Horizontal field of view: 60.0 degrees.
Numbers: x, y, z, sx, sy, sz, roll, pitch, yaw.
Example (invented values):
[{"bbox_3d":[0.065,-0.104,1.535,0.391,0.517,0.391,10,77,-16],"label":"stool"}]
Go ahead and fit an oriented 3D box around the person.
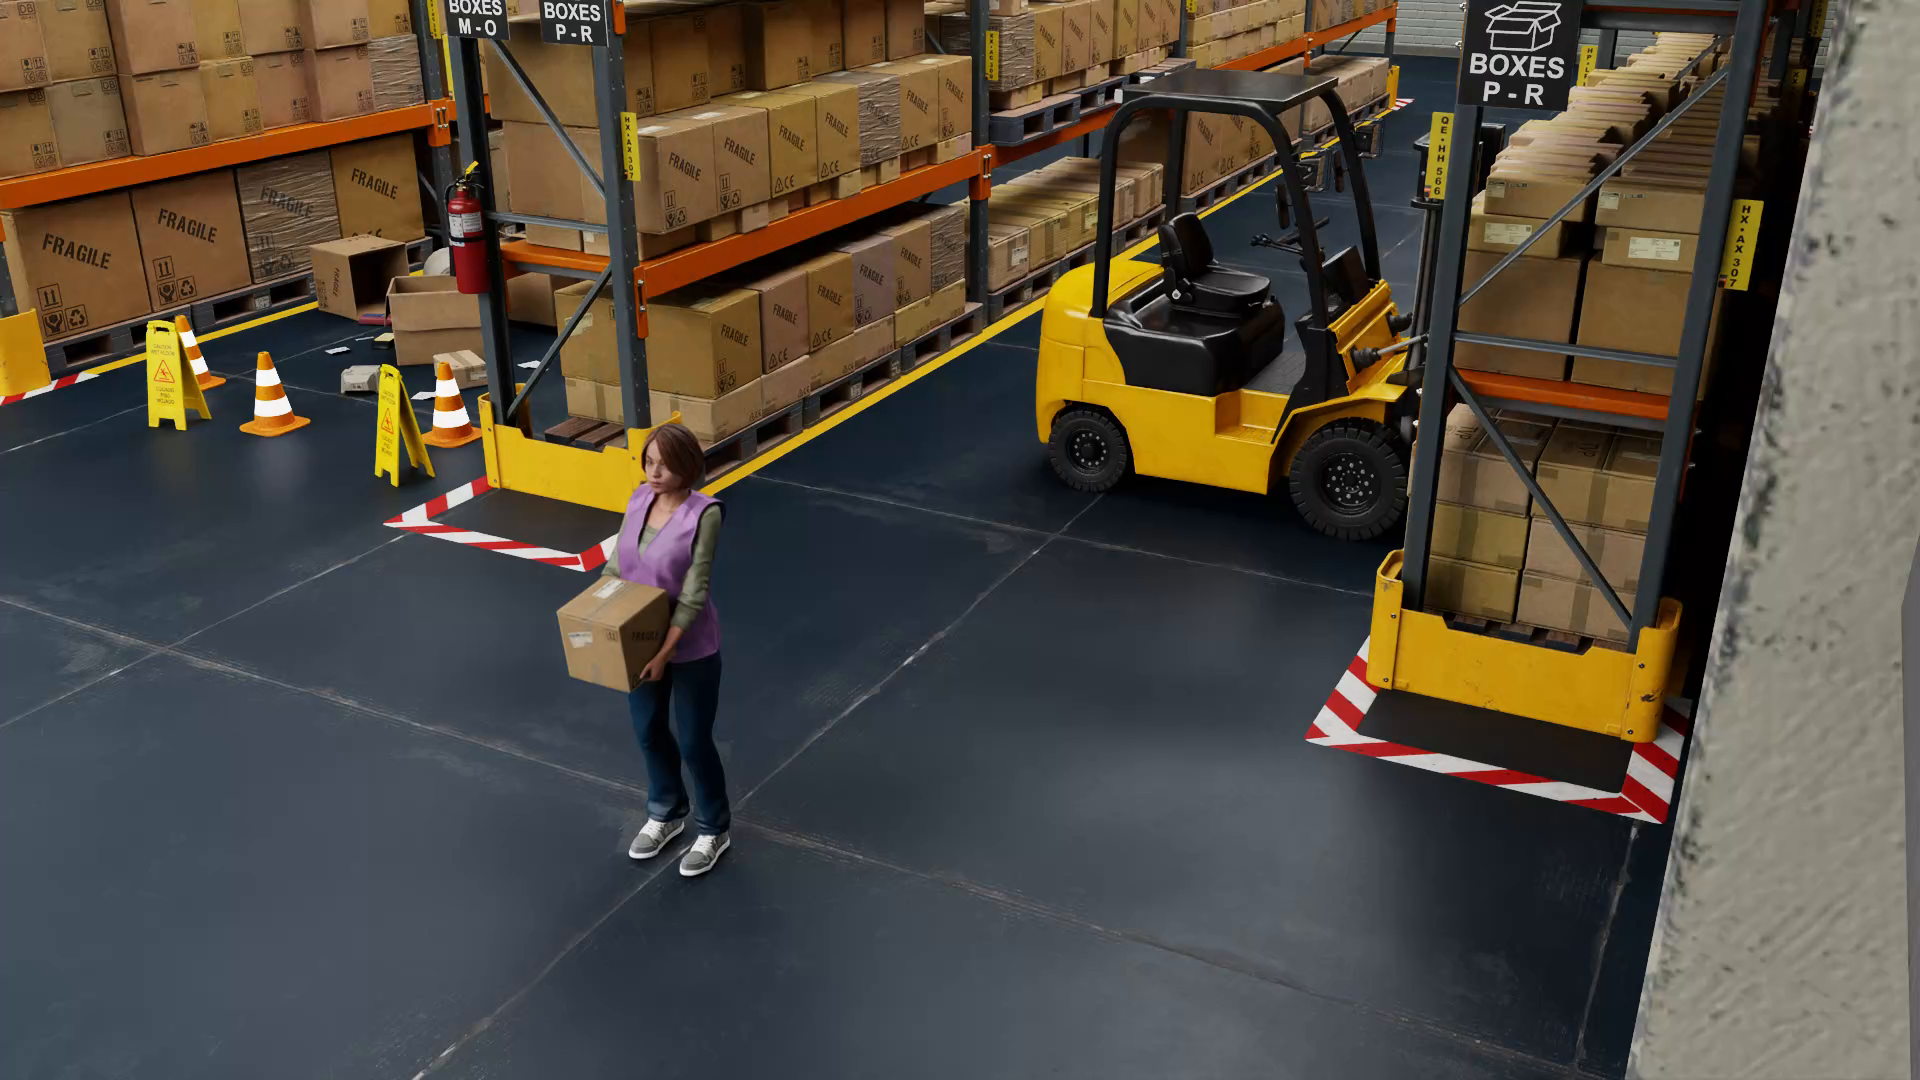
[{"bbox_3d":[-1.019,0.400,5.574,0.384,1.591,0.495,12,26,26],"label":"person"}]
